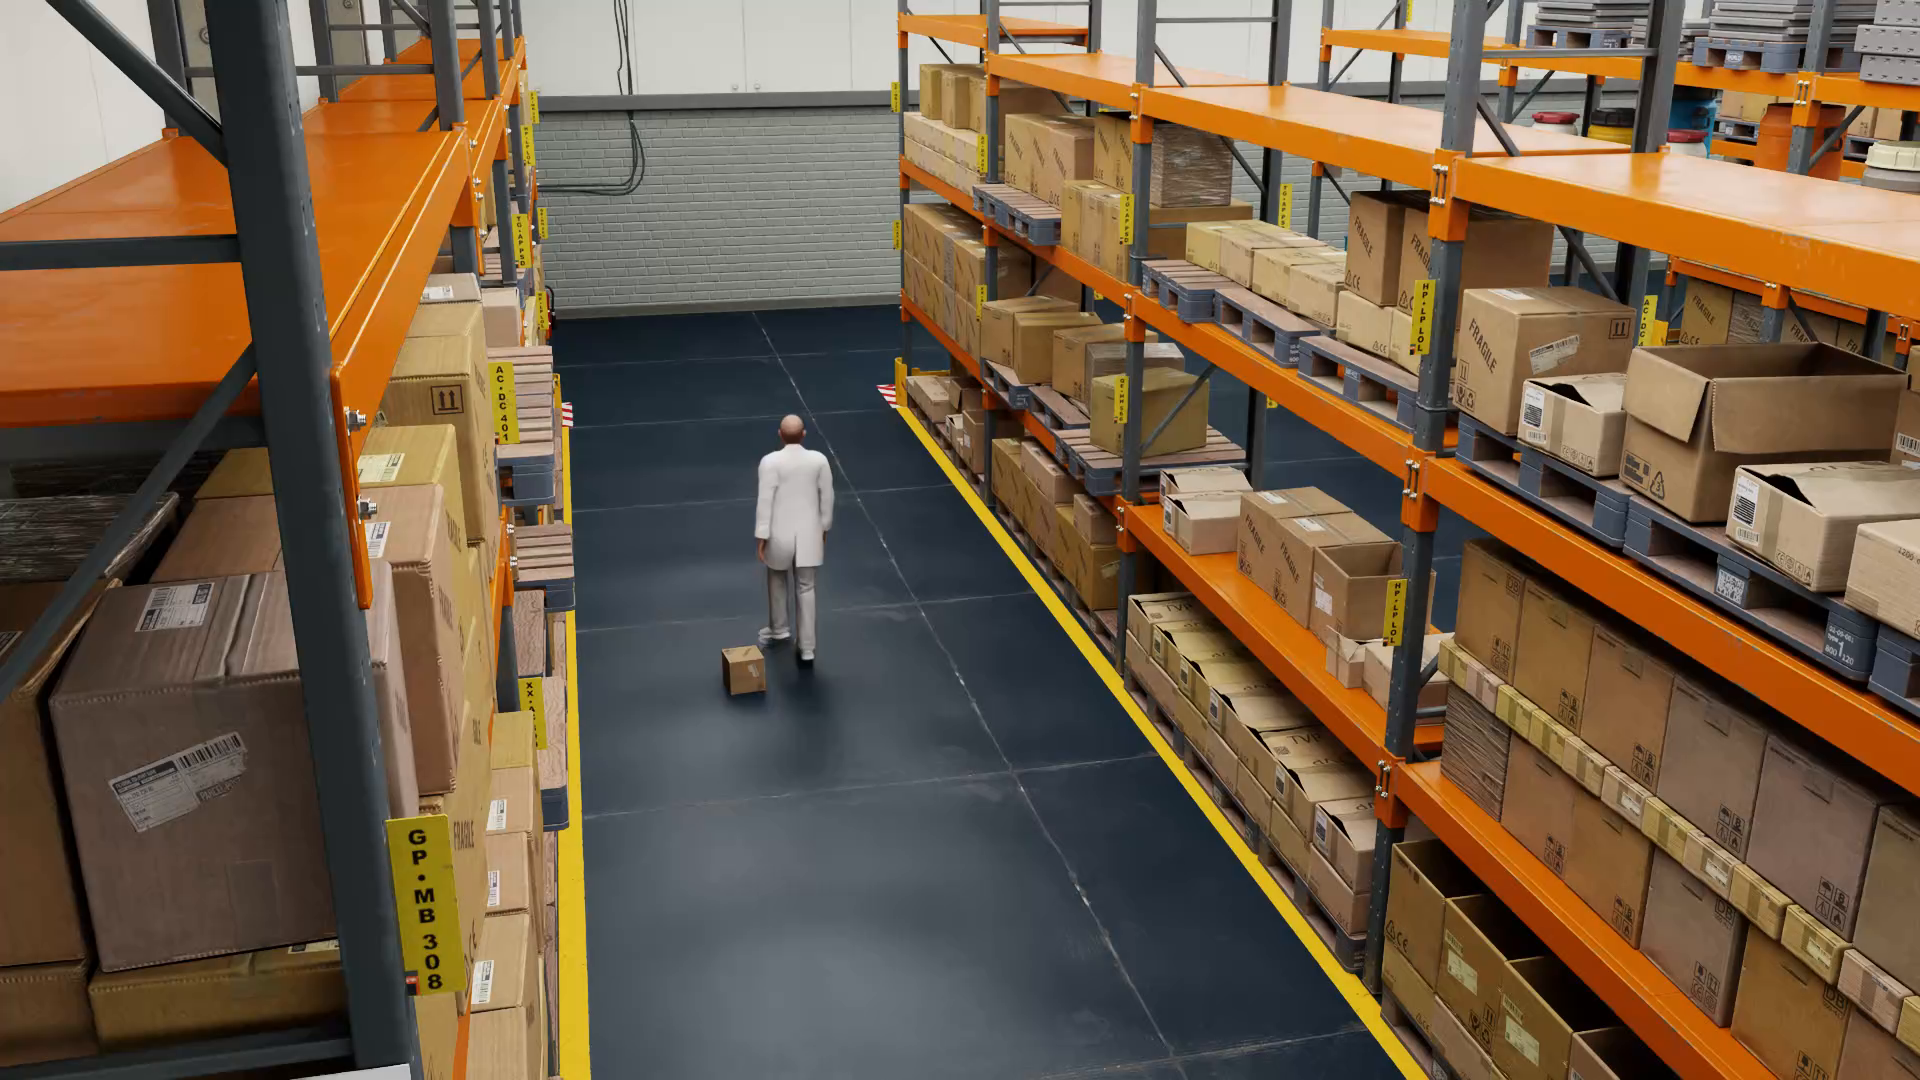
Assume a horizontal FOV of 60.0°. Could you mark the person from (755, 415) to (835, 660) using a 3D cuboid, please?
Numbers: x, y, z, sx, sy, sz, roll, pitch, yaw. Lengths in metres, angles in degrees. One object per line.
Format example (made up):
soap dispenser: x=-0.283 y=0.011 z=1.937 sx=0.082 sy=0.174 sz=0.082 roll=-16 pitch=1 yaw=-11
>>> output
person: x=-1.209 y=-0.018 z=12.168 sx=0.618 sy=1.804 sz=0.793 roll=-5 pitch=20 yaw=-13
